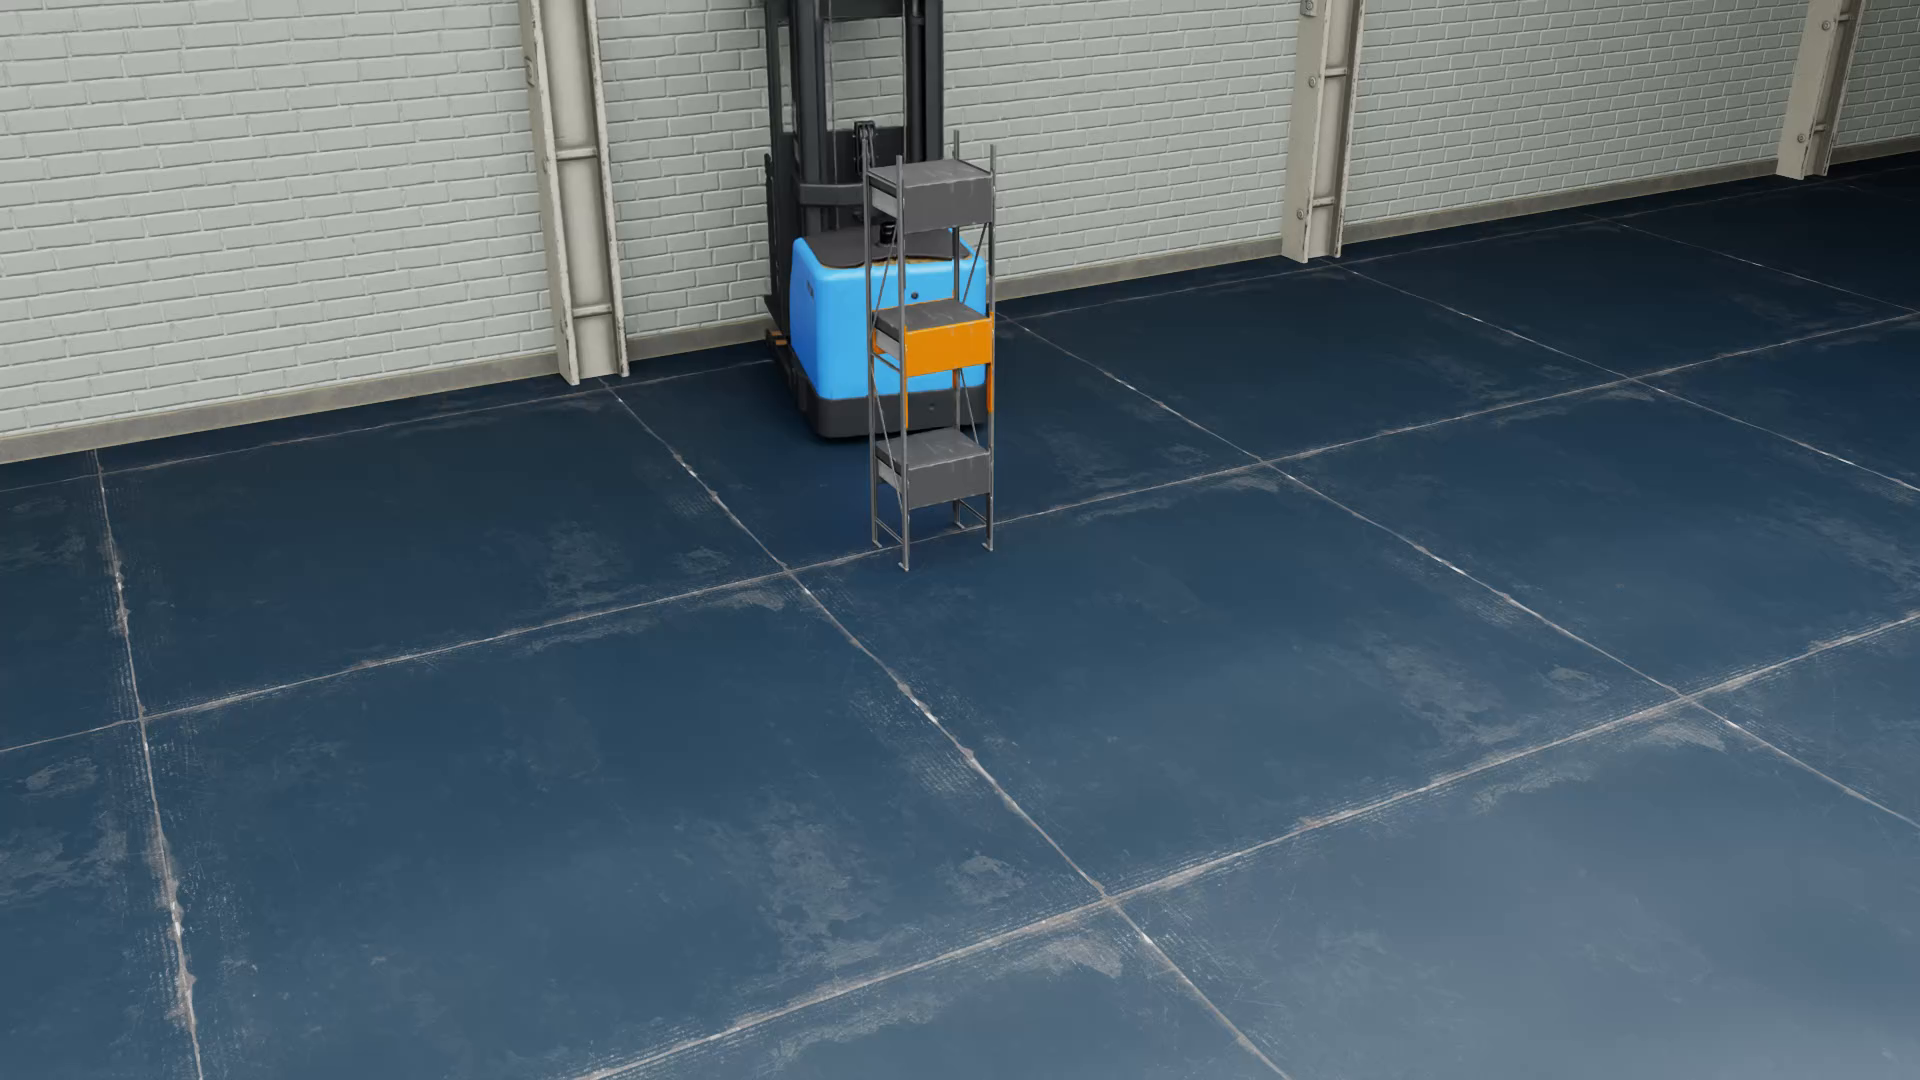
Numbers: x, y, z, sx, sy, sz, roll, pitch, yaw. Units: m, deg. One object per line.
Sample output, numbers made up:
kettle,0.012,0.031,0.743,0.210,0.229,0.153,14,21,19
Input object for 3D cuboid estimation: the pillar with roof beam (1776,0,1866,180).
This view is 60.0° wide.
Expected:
pillar with roof beam,10.181,-5.965,10.776,0.400,9.000,9.100,-13,29,-25

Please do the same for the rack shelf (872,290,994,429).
rack shelf,-0.146,-0.901,8.231,0.480,0.518,0.431,-13,29,-25

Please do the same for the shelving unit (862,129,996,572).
shelving unit,-0.146,-0.913,8.225,0.503,2.100,0.431,-13,29,-25

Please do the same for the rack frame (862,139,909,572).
rack frame,-0.361,-0.863,8.122,0.015,2.100,0.400,-13,29,-25

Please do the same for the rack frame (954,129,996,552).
rack frame,0.069,-0.963,8.329,0.015,2.100,0.400,-13,29,-25

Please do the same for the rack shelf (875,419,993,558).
rack shelf,-0.146,-0.270,8.534,0.480,0.518,0.431,-13,29,-25

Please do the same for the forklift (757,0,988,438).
forklift,-0.704,-2.541,10.657,1.130,2.935,3.031,-7,26,-13

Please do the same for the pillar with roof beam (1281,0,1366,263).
pillar with roof beam,4.887,-4.743,8.231,0.400,9.000,9.100,-13,29,-25

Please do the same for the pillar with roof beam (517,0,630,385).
pillar with roof beam,-0.407,-3.521,5.686,0.400,9.000,9.100,-13,29,-25

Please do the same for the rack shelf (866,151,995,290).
rack shelf,-0.146,-1.532,7.928,0.480,0.518,0.431,-13,29,-25
